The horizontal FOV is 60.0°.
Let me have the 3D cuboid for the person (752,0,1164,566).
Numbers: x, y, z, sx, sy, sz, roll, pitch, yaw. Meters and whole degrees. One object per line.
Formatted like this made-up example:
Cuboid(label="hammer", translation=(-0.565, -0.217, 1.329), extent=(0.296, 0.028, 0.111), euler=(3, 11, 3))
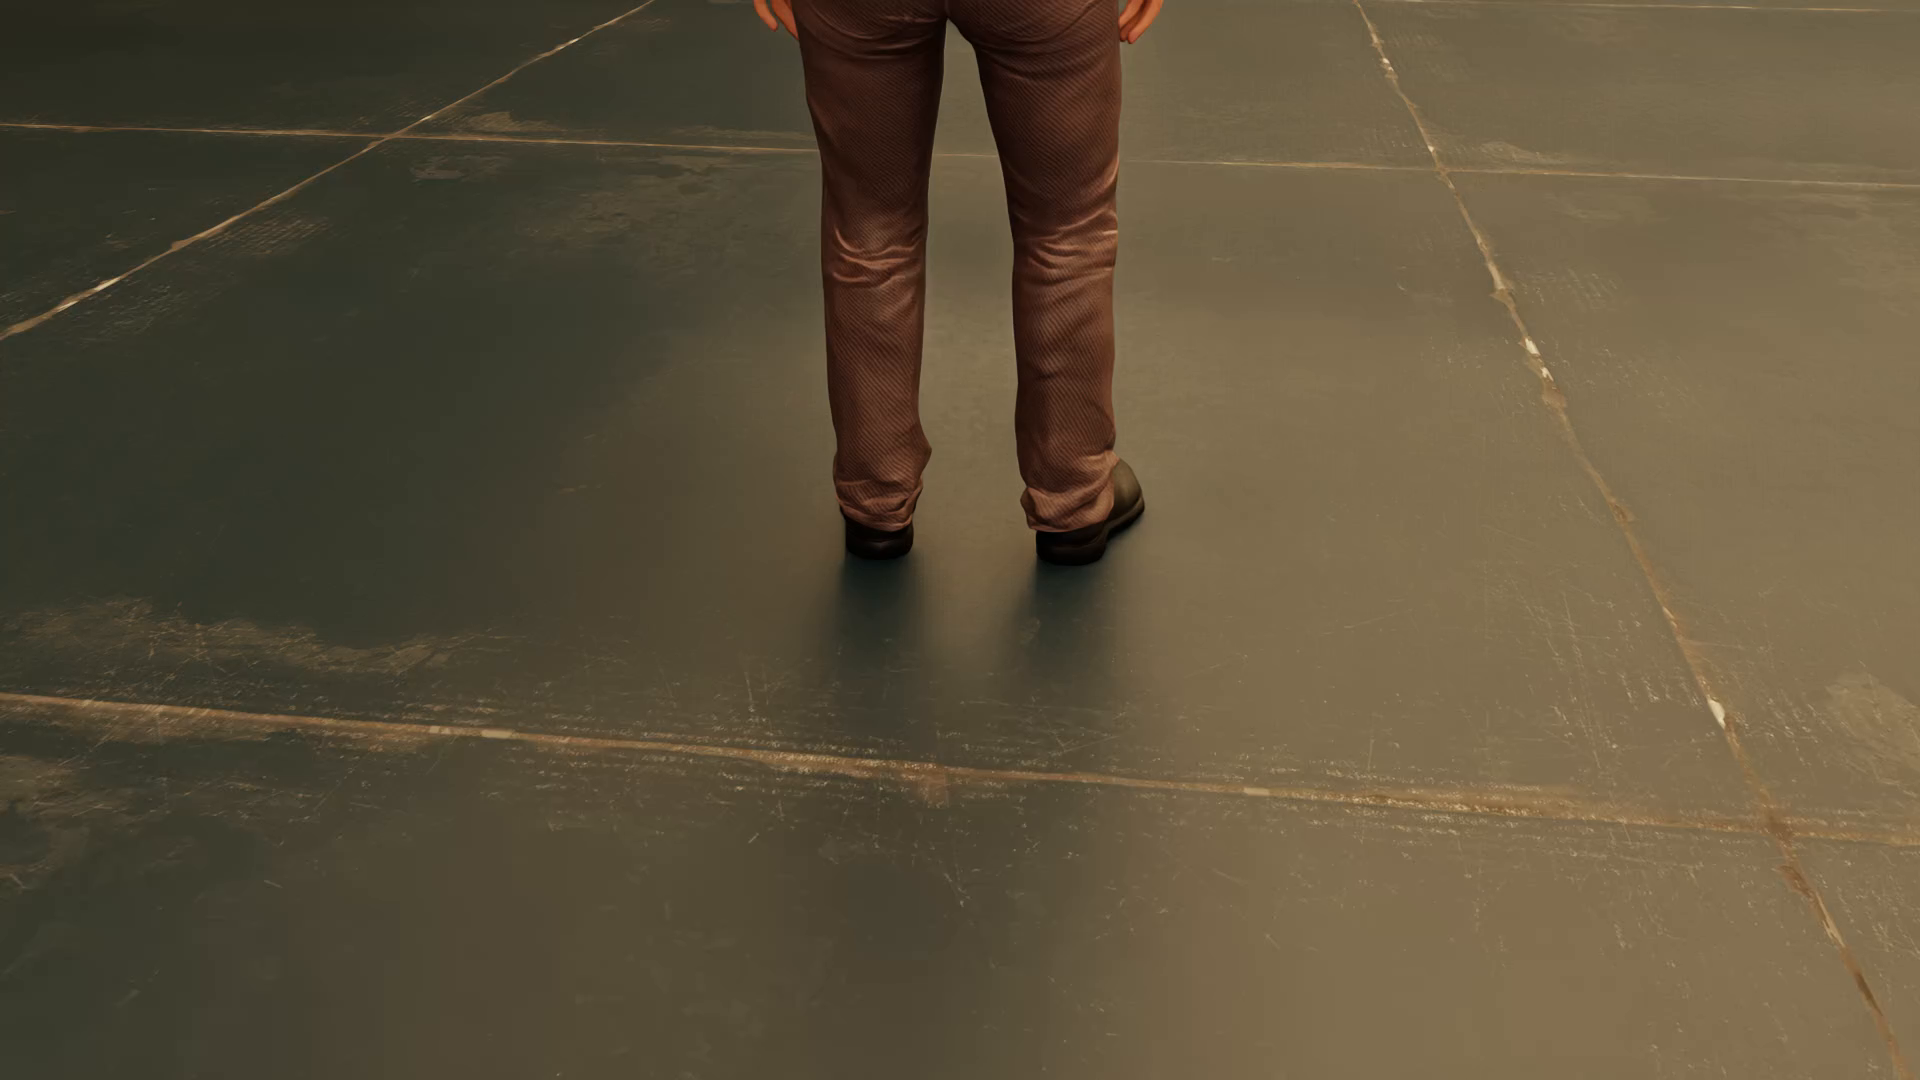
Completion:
Cuboid(label="person", translation=(-0.008, -0.772, 2.121), extent=(0.580, 1.720, 0.422), euler=(3, 27, 5))
